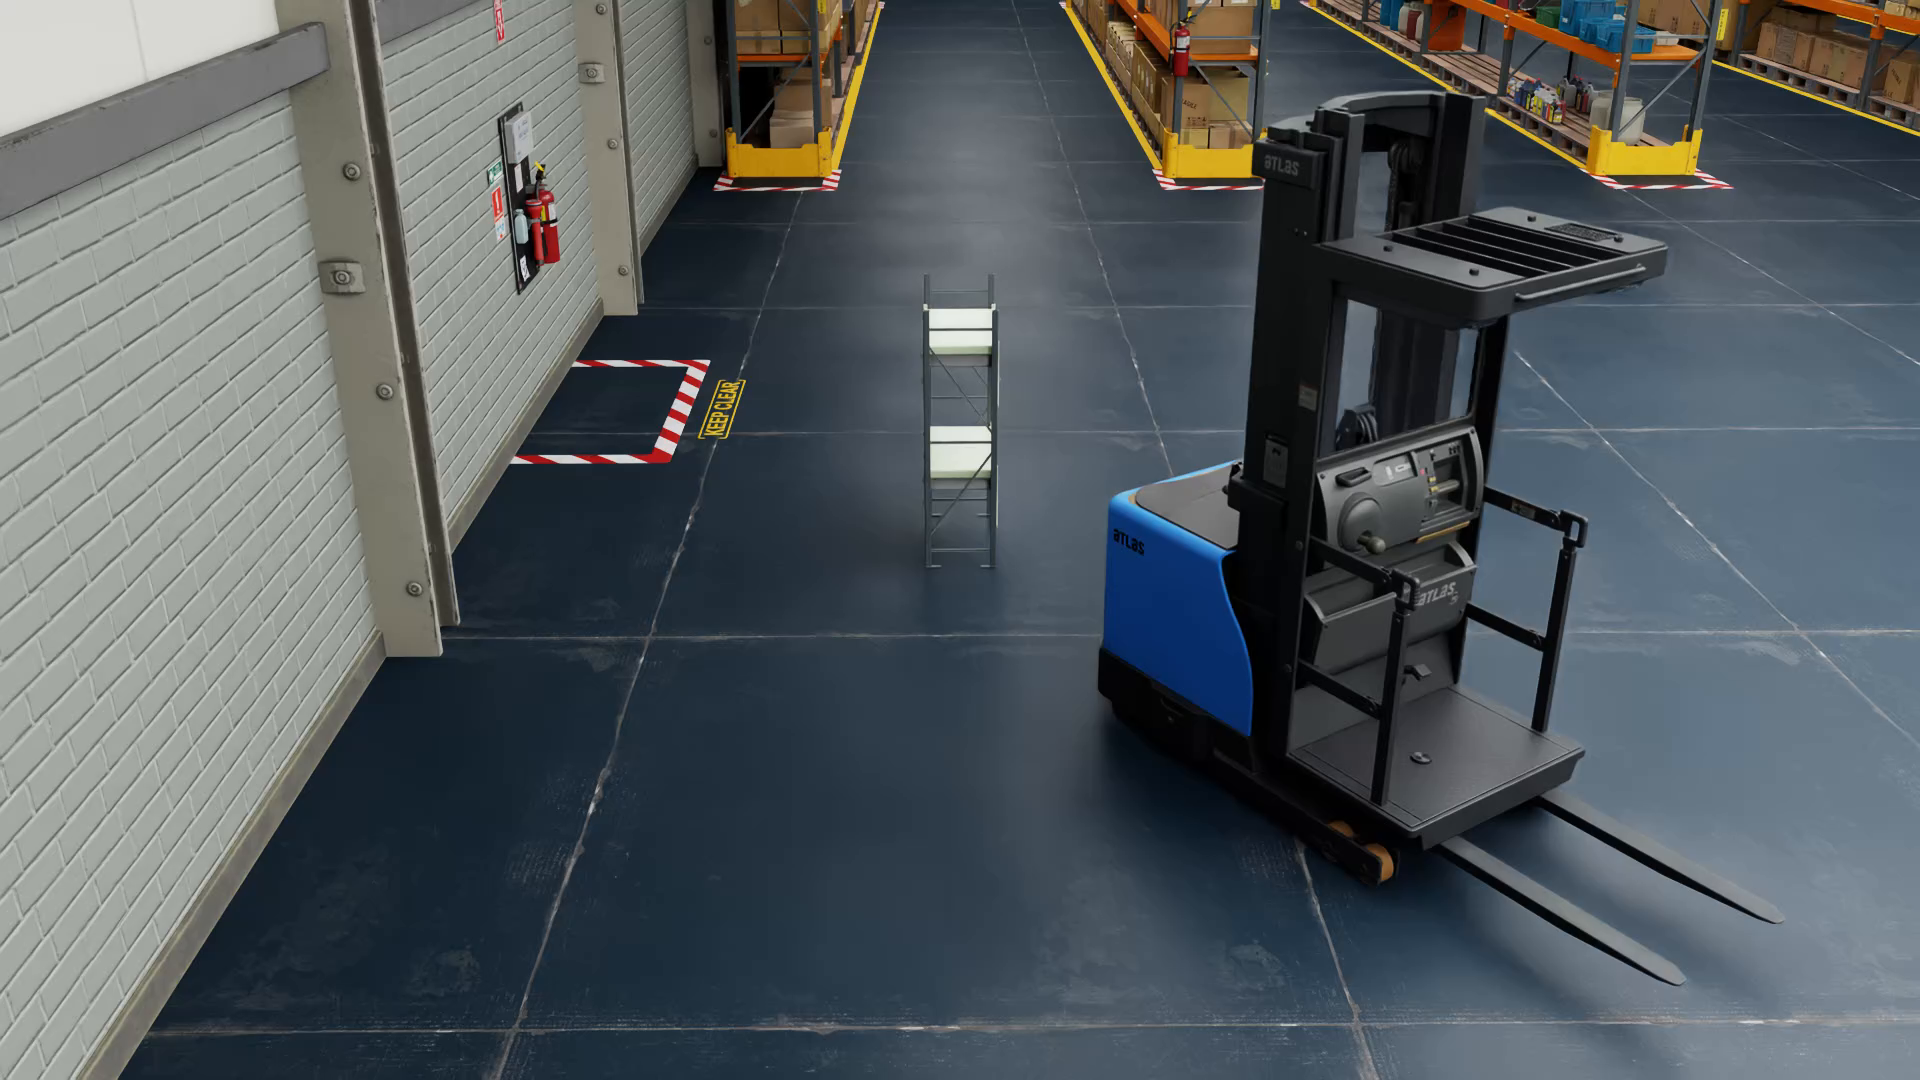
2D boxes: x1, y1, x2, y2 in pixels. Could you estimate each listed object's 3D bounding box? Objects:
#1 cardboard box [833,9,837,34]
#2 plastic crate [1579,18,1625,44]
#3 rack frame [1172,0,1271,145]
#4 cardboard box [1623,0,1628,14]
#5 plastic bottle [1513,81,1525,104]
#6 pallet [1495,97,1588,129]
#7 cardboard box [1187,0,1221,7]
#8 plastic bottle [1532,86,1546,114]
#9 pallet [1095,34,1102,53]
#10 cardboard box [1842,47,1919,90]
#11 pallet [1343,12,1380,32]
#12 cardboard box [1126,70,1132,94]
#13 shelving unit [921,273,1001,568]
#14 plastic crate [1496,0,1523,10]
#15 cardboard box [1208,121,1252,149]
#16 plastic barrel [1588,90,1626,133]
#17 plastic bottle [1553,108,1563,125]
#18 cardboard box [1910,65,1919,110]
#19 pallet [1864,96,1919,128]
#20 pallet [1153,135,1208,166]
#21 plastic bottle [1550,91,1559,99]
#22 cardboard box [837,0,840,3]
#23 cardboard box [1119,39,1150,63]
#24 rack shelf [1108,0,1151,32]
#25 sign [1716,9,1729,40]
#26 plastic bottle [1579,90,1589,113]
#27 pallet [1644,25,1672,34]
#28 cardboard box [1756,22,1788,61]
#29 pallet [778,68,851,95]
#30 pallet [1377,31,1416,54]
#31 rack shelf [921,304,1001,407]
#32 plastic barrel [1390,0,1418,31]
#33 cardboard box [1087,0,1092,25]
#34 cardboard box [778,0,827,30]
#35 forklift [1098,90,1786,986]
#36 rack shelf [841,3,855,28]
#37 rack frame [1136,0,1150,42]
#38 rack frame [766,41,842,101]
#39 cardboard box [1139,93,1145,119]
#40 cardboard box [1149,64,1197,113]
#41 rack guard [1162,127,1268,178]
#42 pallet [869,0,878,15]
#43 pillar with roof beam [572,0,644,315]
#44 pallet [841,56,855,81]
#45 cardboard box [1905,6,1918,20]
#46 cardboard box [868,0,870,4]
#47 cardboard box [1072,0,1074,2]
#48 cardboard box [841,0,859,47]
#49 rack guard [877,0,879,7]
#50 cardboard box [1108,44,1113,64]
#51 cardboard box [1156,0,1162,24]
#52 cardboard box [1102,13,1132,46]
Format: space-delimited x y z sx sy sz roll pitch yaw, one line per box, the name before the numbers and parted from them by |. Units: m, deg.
cardboard box | -1.765 -6.293 20.181 0.500 0.250 0.500 0 24 0
plastic crate | 7.546 -5.967 19.483 0.499 0.251 0.408 0 24 -1
rack frame | 2.899 -5.541 18.362 1.000 3.000 0.127 0 24 -1
cardboard box | 12.746 -10.024 30.343 0.875 0.875 0.875 0 24 -1
plastic bottle | 7.404 -5.903 21.934 0.152 0.276 0.135 1 24 1
pallet | 7.774 -5.663 22.014 1.003 0.211 1.213 0 24 -1
cardboard box | 2.704 -6.039 18.554 0.380 0.149 0.250 -1 24 -1
plastic bottle | 7.409 -5.616 21.208 0.144 0.351 0.185 0 24 -1
pallet | 2.831 -8.376 28.014 1.003 0.211 1.213 0 24 -1
cardboard box | 12.776 -6.547 23.085 0.700 0.500 0.500 -2 24 -5
pallet | 7.674 -9.539 30.585 1.003 0.211 1.213 0 24 -1
cardboard box | 2.561 -6.297 22.861 0.500 0.250 0.500 0 24 -1
shelving unit | 0.000 -0.681 9.435 0.431 1.500 0.755 0 24 -1
plastic crate | 7.497 -7.437 22.477 0.402 0.464 0.583 0 24 -1
cardboard box | 3.115 -4.702 19.333 0.500 0.250 0.500 0 24 -1
plastic barrel | 7.763 -5.097 19.889 0.421 0.512 0.421 0 24 0
plastic bottle | 7.393 -5.242 20.562 0.097 0.201 0.097 0 24 0
cardboard box | 12.739 -5.884 21.643 0.500 0.500 0.500 8 25 16
pallet | 12.803 -5.685 22.064 1.003 0.211 1.213 0 24 -1
pallet | 2.848 -4.586 19.633 1.003 0.211 1.213 0 24 -1
plastic bottle | 7.557 -5.593 21.248 0.152 0.276 0.135 0 24 -1
cardboard box | -1.773 -7.049 20.943 0.500 0.500 0.500 0 24 -1
cardboard box | 2.549 -6.969 23.665 0.500 0.311 0.500 0 24 -1
rack shelf | 2.833 -7.686 23.976 1.077 0.370 4.000 0 24 -1
sign | 8.402 -5.689 18.352 0.100 0.325 0.005 0 24 -1
plastic bottle | 8.000 -5.629 21.318 0.061 0.283 0.133 0 24 -1
pallet | 12.757 -8.941 29.262 1.003 0.211 1.213 0 24 -1
cardboard box | 12.744 -7.666 25.560 0.700 0.500 0.500 -2 24 -3
pallet | -2.124 -6.720 24.352 1.003 0.211 1.213 0 24 -1
pallet | 7.704 -8.414 28.098 1.003 0.211 1.213 0 24 -1
rack shelf | 0.000 -1.036 9.274 0.431 0.370 0.720 0 24 -1
plastic barrel | 7.717 -9.226 28.546 0.600 0.901 0.708 0 24 -1
cardboard box | 2.529 -9.347 29.276 0.500 0.500 0.500 -1 24 -3
cardboard box | -1.759 -5.998 18.619 0.500 0.500 0.500 0 24 0
forklift | 1.911 -0.174 6.578 1.130 2.935 3.031 -16 29 -31
rack shelf | -2.120 -7.662 23.924 1.077 0.370 4.000 0 24 -1
rack frame | 2.855 -7.189 22.006 1.000 3.000 0.127 0 24 -1
rack frame | -2.098 -7.166 21.953 1.000 3.000 0.127 0 24 -1
cardboard box | 2.558 -5.523 21.149 0.500 0.250 0.500 0 24 -1
cardboard box | 2.570 -5.453 20.084 0.500 0.500 0.500 0 24 -1
rack guard | 2.899 -4.392 18.855 1.175 0.500 0.348 0 24 -1
pallet | -2.142 -10.511 32.733 1.003 0.211 1.213 0 24 -1
pillar with roof beam | 1.443 -6.082 12.278 9.100 9.000 0.400 0 24 -1
pallet | -2.135 -7.221 25.460 1.003 0.211 1.213 0 24 -1
cardboard box | 12.483 -6.822 21.499 0.380 0.149 0.250 0 24 -1
cardboard box | -2.116 -10.669 32.222 0.700 0.500 0.500 0 24 -1
cardboard box | 2.452 -10.650 32.461 0.500 0.250 0.500 0 24 -1
cardboard box | -2.019 -8.329 26.626 0.750 0.750 0.750 -1 24 -1
rack guard | -2.229 -10.981 33.423 1.175 0.500 0.348 0 24 -1
cardboard box | 2.530 -7.352 25.192 0.500 0.250 0.500 -1 24 -2
cardboard box | 2.878 -6.835 21.101 0.700 0.500 0.500 -1 24 -1
cardboard box | 2.566 -8.283 26.925 0.500 0.500 0.500 1 24 2
